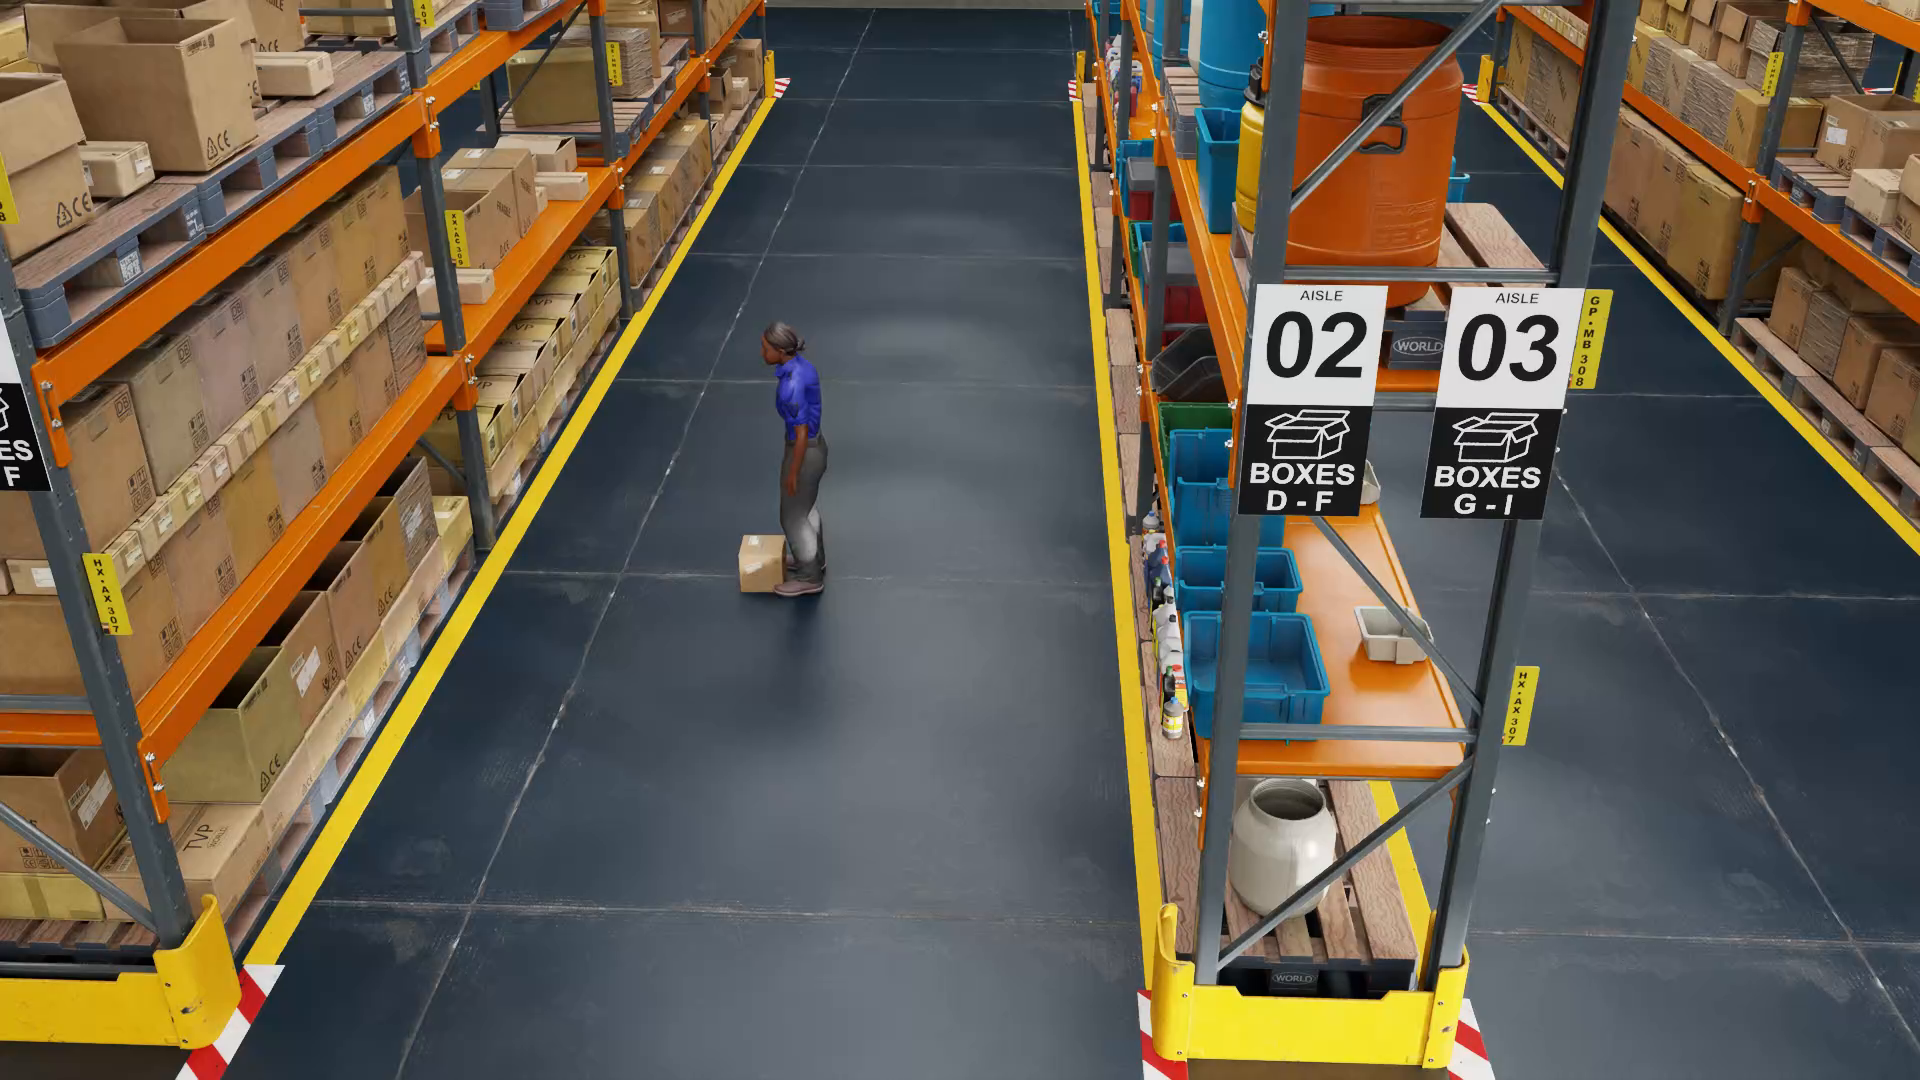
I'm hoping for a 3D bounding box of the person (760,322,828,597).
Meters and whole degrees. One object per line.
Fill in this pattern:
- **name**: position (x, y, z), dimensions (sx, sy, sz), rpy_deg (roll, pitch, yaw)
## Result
- **person**: position (-0.931, -0.478, 9.520), dimensions (0.350, 1.654, 0.532), rpy_deg (-1, 28, -1)
